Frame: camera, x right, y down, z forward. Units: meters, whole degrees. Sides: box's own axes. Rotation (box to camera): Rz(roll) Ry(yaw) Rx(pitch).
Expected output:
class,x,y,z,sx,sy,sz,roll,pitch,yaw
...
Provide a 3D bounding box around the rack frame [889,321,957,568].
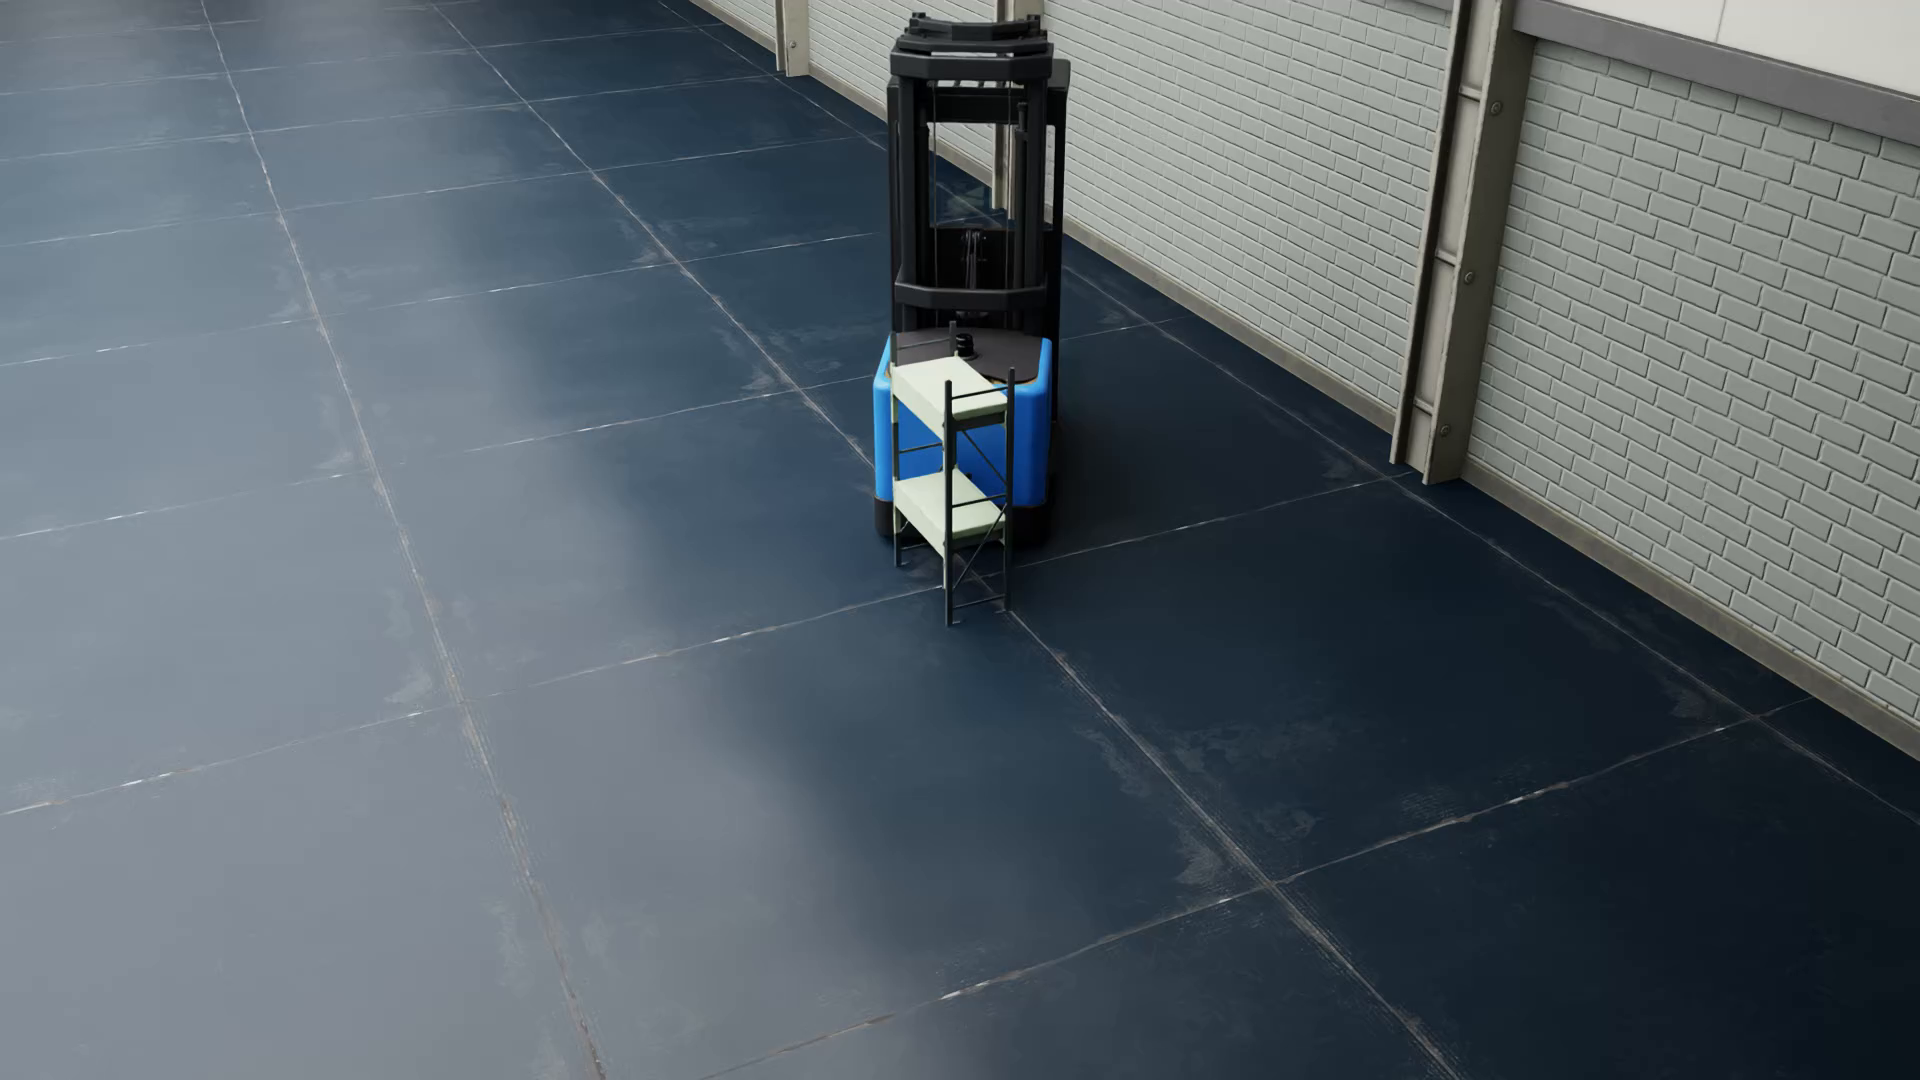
class,x,y,z,sx,sy,sz,roll,pitch,yaw
rack frame,-0.206,-0.535,9.644,0.400,1.500,0.023,-13,32,-22

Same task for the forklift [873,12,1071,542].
class,x,y,z,sx,sy,sz,roll,pitch,yaw
forklift,0.123,-1.959,10.720,1.130,2.935,3.031,2,29,4

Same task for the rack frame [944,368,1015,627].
class,x,y,z,sx,sy,sz,roll,pitch,yaw
rack frame,0.104,-0.211,9.065,0.400,1.500,0.023,-13,32,-22

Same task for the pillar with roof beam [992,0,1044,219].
class,x,y,z,sx,sy,sz,roll,pitch,yaw
pillar with roof beam,-3.360,-6.148,11.985,9.100,9.000,0.400,-13,32,-22

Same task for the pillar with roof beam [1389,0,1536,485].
class,x,y,z,sx,sy,sz,roll,pitch,yaw
pillar with roof beam,-0.785,-3.497,7.259,9.100,9.000,0.400,-13,32,-22

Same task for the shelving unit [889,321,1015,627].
class,x,y,z,sx,sy,sz,roll,pitch,yaw
shelving unit,-0.051,-0.373,9.354,0.431,1.500,0.755,-13,32,-22

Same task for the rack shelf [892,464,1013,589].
class,x,y,z,sx,sy,sz,roll,pitch,yaw
rack shelf,-0.051,-0.089,9.514,0.431,0.370,0.720,-13,32,-22

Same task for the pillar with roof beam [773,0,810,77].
class,x,y,z,sx,sy,sz,roll,pitch,yaw
pillar with roof beam,-5.936,-8.798,16.712,9.100,9.000,0.400,-13,32,-22

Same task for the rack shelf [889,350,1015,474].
class,x,y,z,sx,sy,sz,roll,pitch,yaw
rack shelf,-0.051,-0.713,9.164,0.431,0.370,0.720,-13,32,-22
